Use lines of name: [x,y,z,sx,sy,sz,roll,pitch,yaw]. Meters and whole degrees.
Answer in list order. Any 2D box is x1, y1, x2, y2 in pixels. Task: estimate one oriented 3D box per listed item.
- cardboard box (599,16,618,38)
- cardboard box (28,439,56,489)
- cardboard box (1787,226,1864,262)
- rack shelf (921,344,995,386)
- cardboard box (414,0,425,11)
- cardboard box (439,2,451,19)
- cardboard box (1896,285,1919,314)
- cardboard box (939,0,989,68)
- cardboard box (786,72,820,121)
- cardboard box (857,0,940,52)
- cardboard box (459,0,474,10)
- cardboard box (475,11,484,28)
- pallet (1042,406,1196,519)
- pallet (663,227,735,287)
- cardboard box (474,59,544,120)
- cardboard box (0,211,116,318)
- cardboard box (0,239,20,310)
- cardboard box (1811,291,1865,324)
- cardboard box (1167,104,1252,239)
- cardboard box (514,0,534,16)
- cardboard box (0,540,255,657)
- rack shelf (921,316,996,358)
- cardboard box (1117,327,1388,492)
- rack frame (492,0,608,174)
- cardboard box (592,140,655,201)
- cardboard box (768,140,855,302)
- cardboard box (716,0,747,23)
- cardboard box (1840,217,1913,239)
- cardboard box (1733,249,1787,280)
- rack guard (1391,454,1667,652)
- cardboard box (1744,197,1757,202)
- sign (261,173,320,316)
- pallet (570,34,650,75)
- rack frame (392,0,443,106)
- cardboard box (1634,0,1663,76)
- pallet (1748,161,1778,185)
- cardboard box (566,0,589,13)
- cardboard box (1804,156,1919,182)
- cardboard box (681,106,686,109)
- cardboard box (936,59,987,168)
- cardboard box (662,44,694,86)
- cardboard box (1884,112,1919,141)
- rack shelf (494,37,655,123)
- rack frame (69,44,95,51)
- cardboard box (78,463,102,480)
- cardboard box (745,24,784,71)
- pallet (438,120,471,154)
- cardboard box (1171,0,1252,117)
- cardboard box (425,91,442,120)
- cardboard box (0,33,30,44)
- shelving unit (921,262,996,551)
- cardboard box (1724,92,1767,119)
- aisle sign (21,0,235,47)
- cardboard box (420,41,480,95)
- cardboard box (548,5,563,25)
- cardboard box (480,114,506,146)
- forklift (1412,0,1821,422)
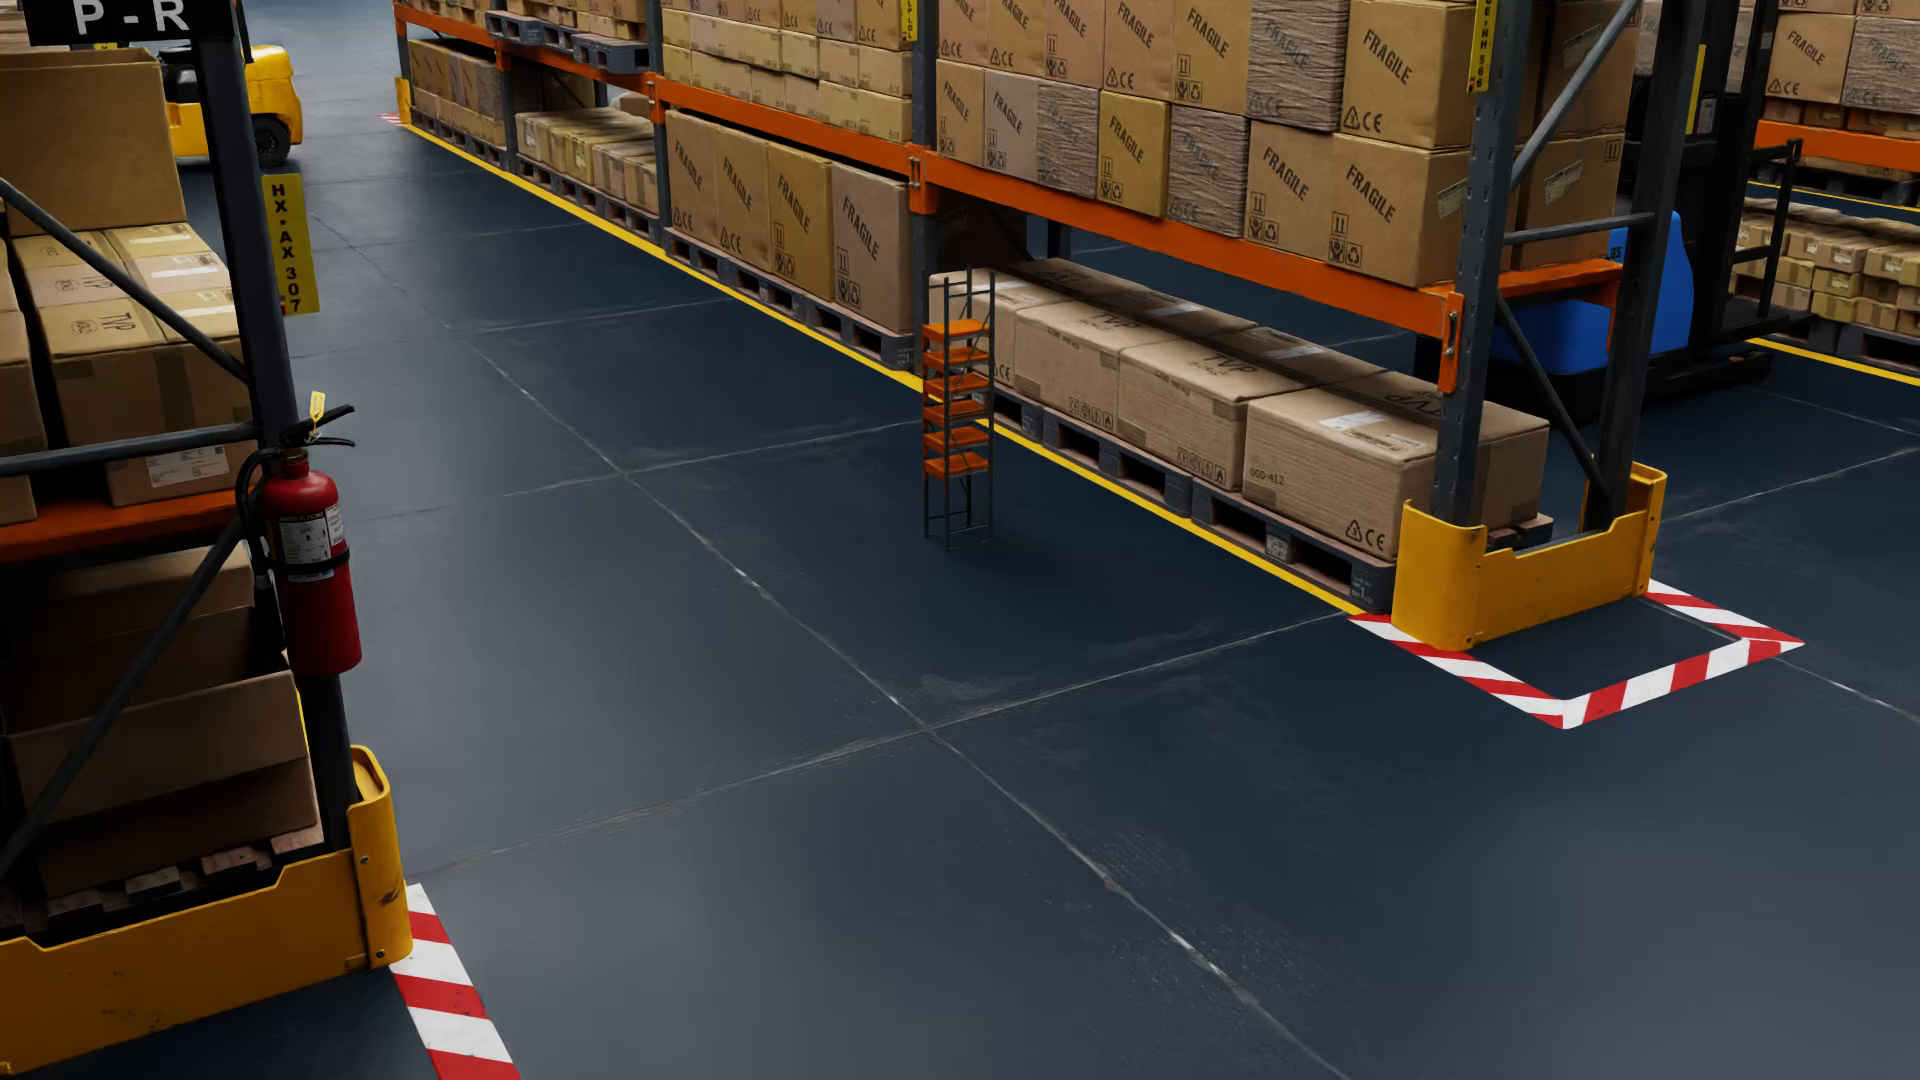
cardboard box: [-2.584,-4.007,12.963,0.380,0.149,0.250,-13,25,-29]
cardboard box: [-2.503,-0.210,4.179,0.380,0.149,0.250,-12,25,-27]
cardboard box: [5.332,-1.821,10.245,0.380,0.149,0.250,-14,26,-30]
rack shelf: [-0.007,-0.742,7.023,0.258,0.103,0.180,-13,25,-28]
cardboard box: [-5.641,-5.775,17.869,0.380,0.149,0.250,-12,25,-27]
cardboard box: [-5.106,-5.440,17.045,0.380,0.149,0.250,-12,25,-28]
cardboard box: [5.661,-1.413,9.638,0.380,0.149,0.250,-14,26,-30]
cardboard box: [0.231,-2.737,8.600,0.500,0.500,0.500,-12,25,-28]
cardboard box: [-0.751,-2.787,10.384,0.500,0.250,0.500,-13,26,-30]
cardboard box: [-0.248,-3.034,9.331,0.500,0.500,0.500,-12,25,-27]
cardboard box: [-4.600,-5.463,16.240,0.500,0.500,0.500,-12,25,-26]
cardboard box: [-4.450,-5.026,16.027,0.380,0.149,0.250,-12,25,-27]
pallet: [1.144,-0.479,8.211,1.003,0.211,1.213,-13,25,-28]
pallet: [-1.509,-2.161,12.348,1.003,0.211,1.213,-13,25,-28]
cardboard box: [-4.424,-4.426,16.314,0.500,0.500,0.500,-13,25,-29]
cardboard box: [-2.825,-0.932,5.425,0.500,0.250,0.500,-13,26,-30]
cardboard box: [-3.001,-0.672,4.784,0.500,0.250,0.500,-12,25,-27]
cardboard box: [5.394,-1.436,10.088,0.380,0.149,0.250,-14,26,-31]
cardboard box: [1.251,-1.615,7.167,0.500,0.500,0.500,-12,25,-27]
cardboard box: [-3.760,-4.773,14.848,0.380,0.149,0.250,-12,25,-27]
cardboard box: [-2.660,0.286,5.386,0.700,0.500,0.500,-11,25,-26]
rack shelf: [-0.007,-0.853,6.978,0.258,0.103,0.180,-13,25,-28]
cardboard box: [1.341,-0.630,7.722,0.875,0.438,0.875,-12,25,-27]
rack frame: [-3.891,-5.018,15.672,1.000,3.000,0.127,-13,25,-28]
cardboard box: [-2.511,-3.122,13.941,0.950,0.372,0.625,-13,26,-29]
cardboard box: [-0.658,-2.114,10.794,0.875,0.875,0.875,-12,25,-27]
cardboard box: [-1.293,-3.696,10.961,0.500,0.500,0.500,-12,25,-27]
cardboard box: [5.778,-1.924,10.501,0.380,0.149,0.250,-12,25,-27]
cardboard box: [5.106,-1.749,10.464,0.380,0.149,0.250,-12,25,-28]
rack guard: [2.251,0.033,6.567,1.175,0.500,0.348,-13,25,-28]
cardboard box: [5.169,-2.244,11.286,0.380,0.149,0.250,-12,25,-27]
sign: [-1.560,-0.682,3.857,0.100,0.325,0.005,-13,25,-28]
pallet: [-2.303,-3.844,13.040,1.213,0.211,1.003,-13,25,-28]
rack frame: [-5.934,-6.312,18.858,1.000,3.000,0.127,-13,25,-28]
cardboard box: [4.695,-3.229,10.745,0.500,0.500,0.500,-13,25,-28]
pallet: [7.629,-3.673,16.067,1.003,0.211,1.213,-13,25,-28]
cardboard box: [-2.851,-4.523,13.371,0.500,0.500,0.500,-15,26,-32]
cardboard box: [8.371,-3.748,14.812,1.225,0.875,0.875,-13,25,-28]
cardboard box: [-2.860,-5.074,19.127,0.637,0.503,0.797,8,23,18]
cardboard box: [0.210,-2.272,8.784,0.500,0.500,0.500,-12,25,-27]
cardboard box: [-1.814,-3.446,12.006,0.500,0.250,0.500,-13,26,-29]
cardboard box: [5.538,-2.388,9.536,0.380,0.149,0.250,-14,26,-31]
rack shelf: [-2.869,-4.037,14.215,1.077,0.370,4.000,-13,25,-28]
rack frame: [-4.069,-1.472,6.949,1.000,3.000,0.127,-13,25,-28]
cardboard box: [-2.128,-0.293,4.383,0.380,0.149,0.250,-12,25,-27]
cardboard box: [-1.046,-3.175,10.675,0.500,0.250,0.500,-12,25,-27]
pallet: [-4.891,-4.332,17.688,1.003,0.211,1.213,-13,25,-28]
cardboard box: [1.246,-2.077,6.977,0.500,0.500,0.500,-13,25,-29]
cardboard box: [-5.505,-4.752,18.113,0.500,0.250,0.500,-12,25,-26]
cardboard box: [-4.389,-2.080,7.755,0.700,0.500,0.500,-12,25,-28]
shelving unit: [-0.007,-0.561,7.097,0.258,1.200,0.189,-13,25,-28]
cardboard box: [4.978,-2.725,10.365,0.380,0.149,0.250,-11,25,-26]
aisle sign: [-1.739,-1.416,3.359,0.394,0.787,0.004,-13,25,-28]
cardboard box: [-5.476,-5.090,17.949,0.500,0.500,0.500,-14,26,-30]
cardboard box: [-3.238,-4.429,14.000,0.380,0.149,0.250,-12,25,-26]
cardboard box: [-4.424,-4.078,16.455,0.500,0.250,0.500,-11,25,-26]
forklift: [4.072,-2.388,9.295,3.031,2.935,1.130,-14,26,-31]
